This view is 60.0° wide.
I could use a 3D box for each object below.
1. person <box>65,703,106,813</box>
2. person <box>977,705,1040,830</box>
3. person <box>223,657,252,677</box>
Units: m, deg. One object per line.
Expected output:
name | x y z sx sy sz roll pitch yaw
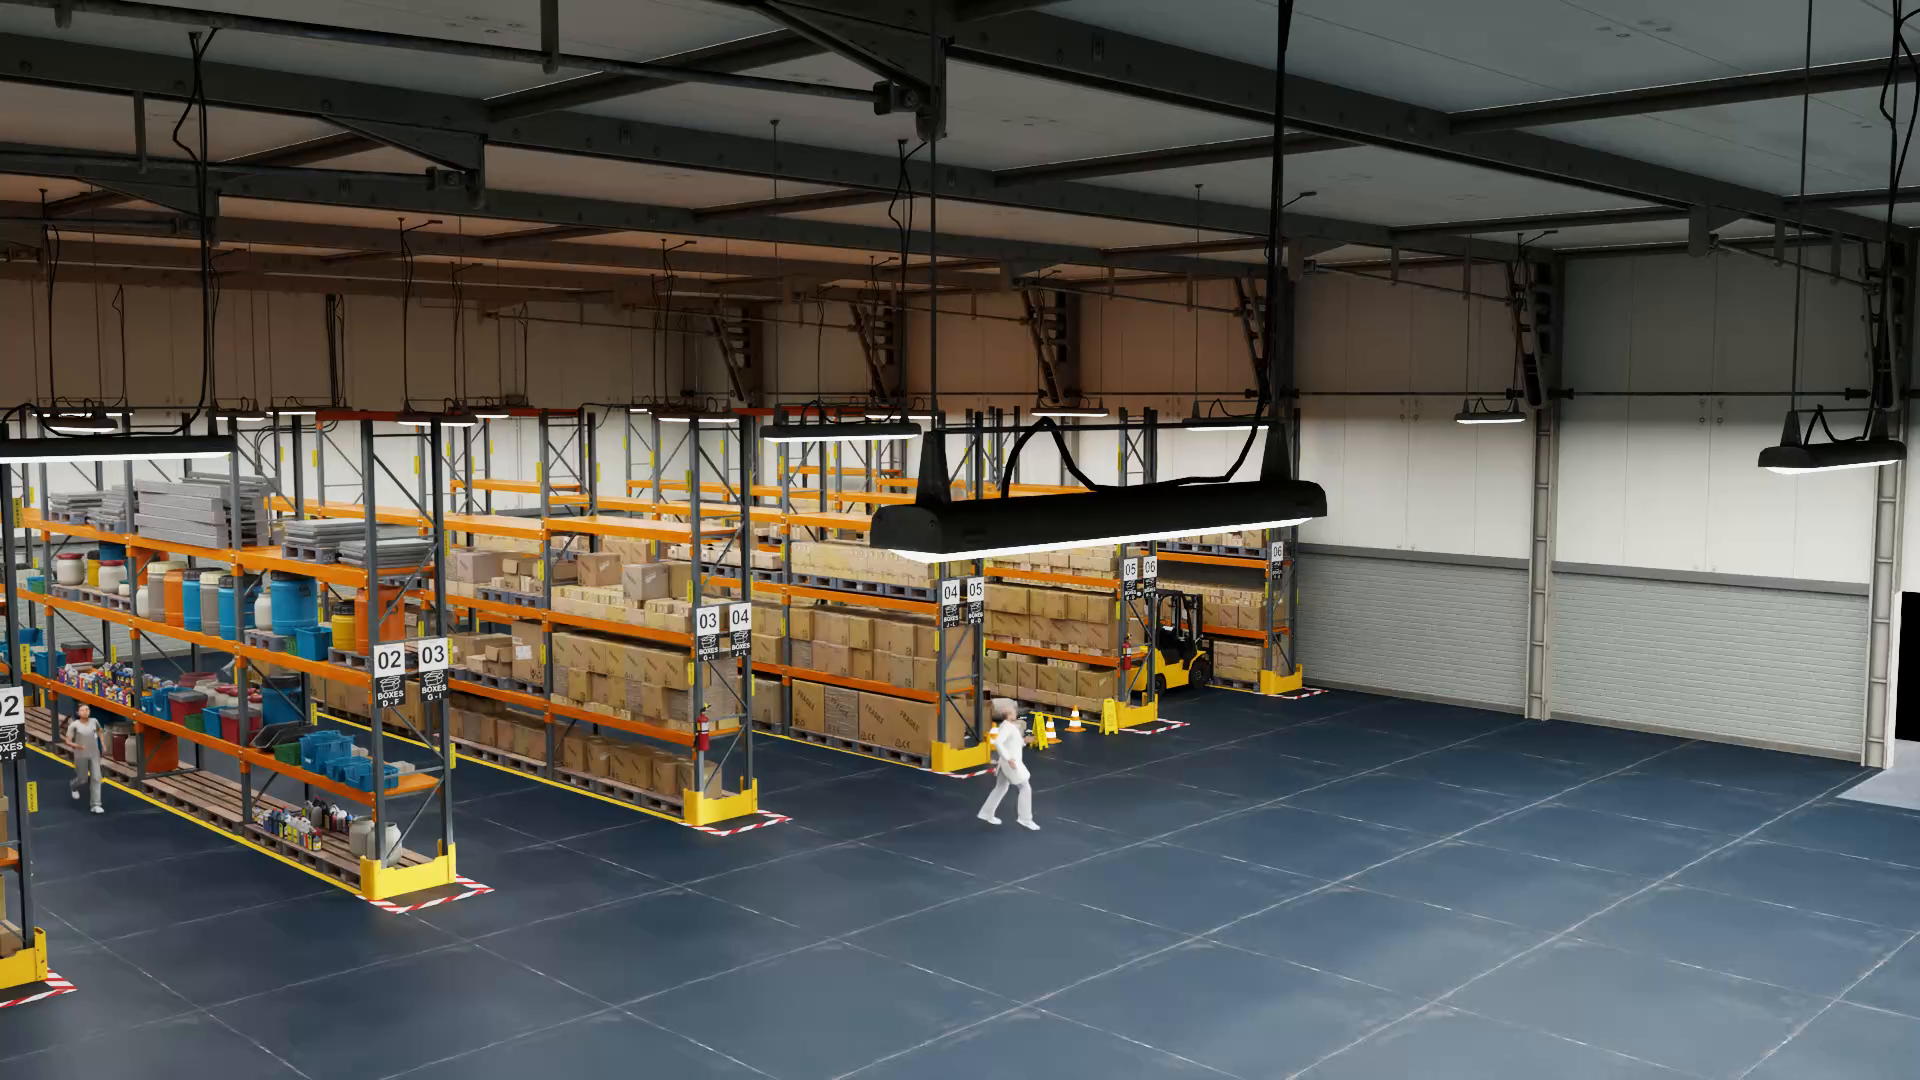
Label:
person | -13.222 3.274 25.199 0.970 1.633 0.584 5 7 43
person | 0.700 3.301 24.080 0.902 1.836 0.676 -1 5 -14
person | -15.914 2.239 36.734 0.795 1.663 0.637 -4 6 -37
